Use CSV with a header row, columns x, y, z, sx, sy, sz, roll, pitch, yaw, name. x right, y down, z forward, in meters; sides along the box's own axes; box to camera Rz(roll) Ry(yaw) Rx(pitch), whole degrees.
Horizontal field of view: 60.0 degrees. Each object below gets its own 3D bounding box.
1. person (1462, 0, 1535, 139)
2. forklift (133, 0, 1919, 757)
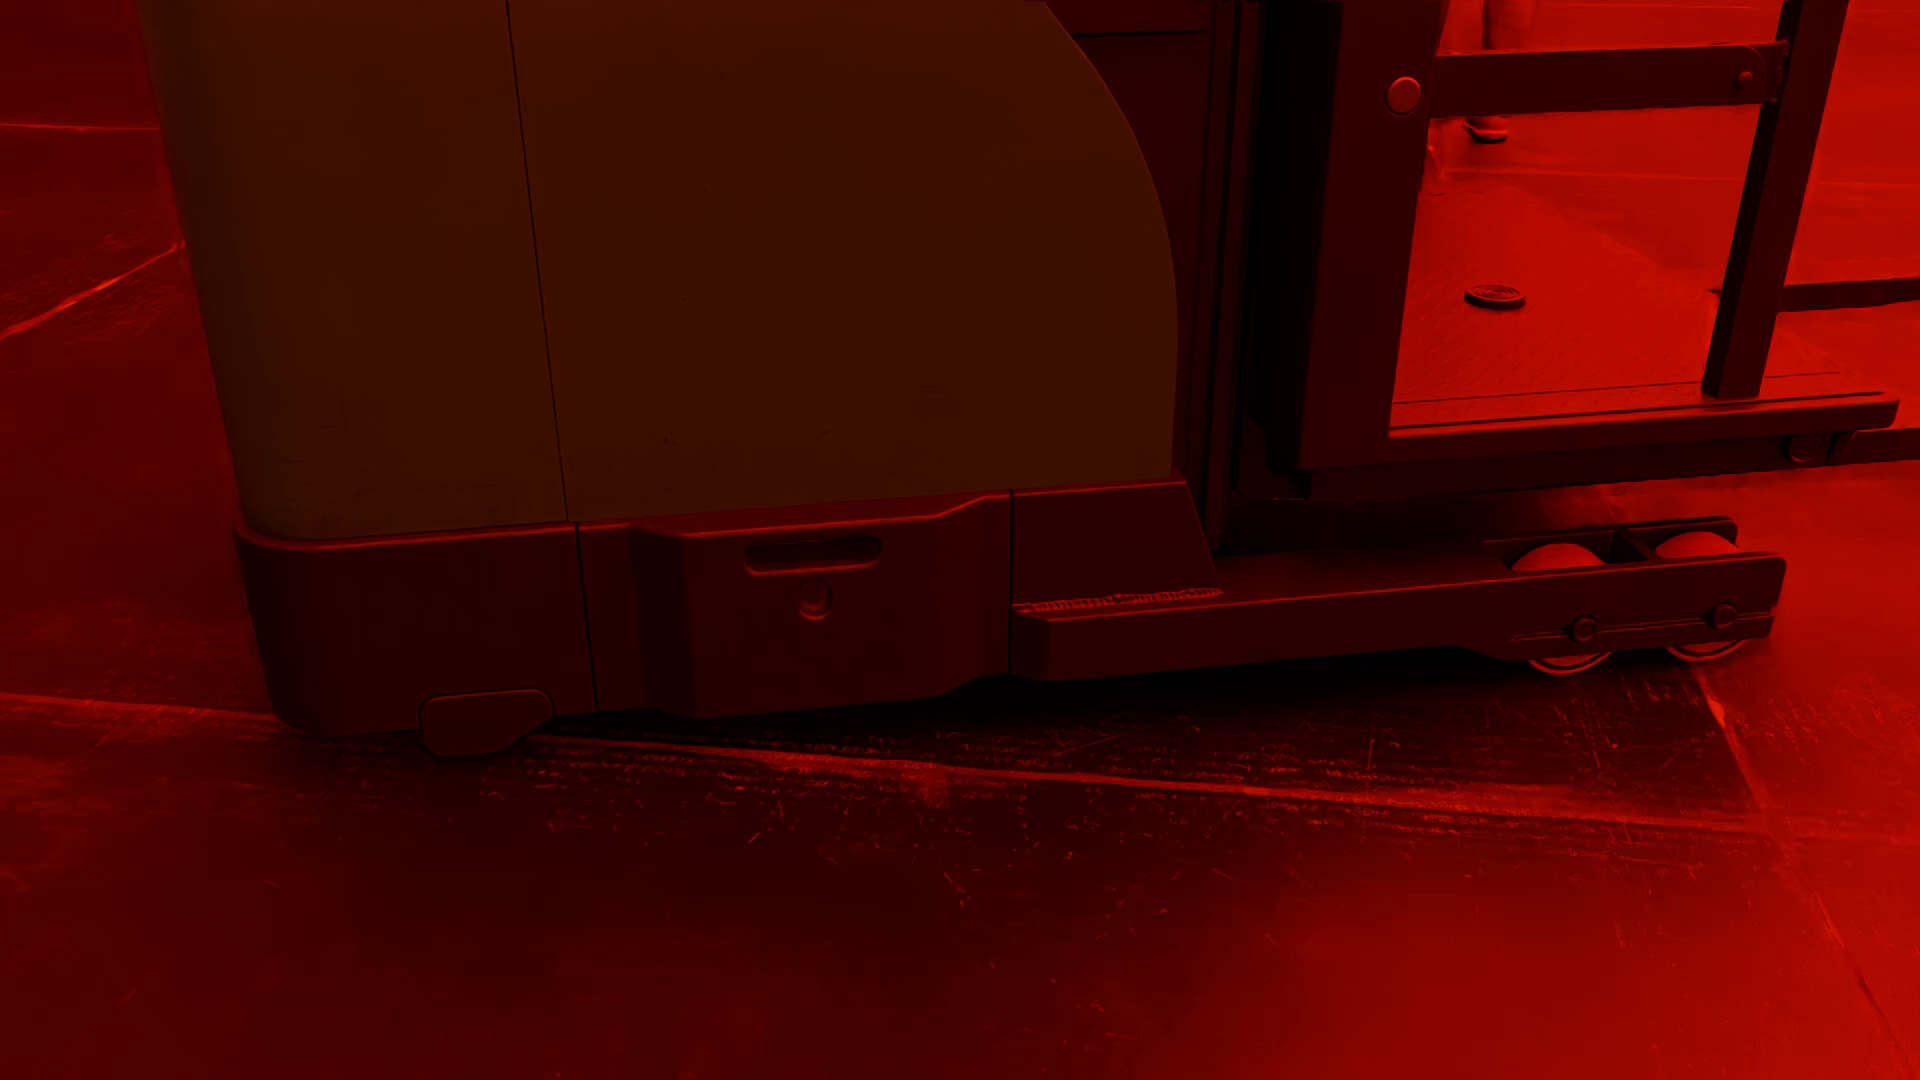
x,y,z,sx,sy,sz,roll,pitch,yaw,name
1.483,-1.969,4.621,0.577,1.643,0.446,2,27,4,person
0.603,-1.365,1.954,3.031,2.935,1.130,-5,27,-9,forklift
